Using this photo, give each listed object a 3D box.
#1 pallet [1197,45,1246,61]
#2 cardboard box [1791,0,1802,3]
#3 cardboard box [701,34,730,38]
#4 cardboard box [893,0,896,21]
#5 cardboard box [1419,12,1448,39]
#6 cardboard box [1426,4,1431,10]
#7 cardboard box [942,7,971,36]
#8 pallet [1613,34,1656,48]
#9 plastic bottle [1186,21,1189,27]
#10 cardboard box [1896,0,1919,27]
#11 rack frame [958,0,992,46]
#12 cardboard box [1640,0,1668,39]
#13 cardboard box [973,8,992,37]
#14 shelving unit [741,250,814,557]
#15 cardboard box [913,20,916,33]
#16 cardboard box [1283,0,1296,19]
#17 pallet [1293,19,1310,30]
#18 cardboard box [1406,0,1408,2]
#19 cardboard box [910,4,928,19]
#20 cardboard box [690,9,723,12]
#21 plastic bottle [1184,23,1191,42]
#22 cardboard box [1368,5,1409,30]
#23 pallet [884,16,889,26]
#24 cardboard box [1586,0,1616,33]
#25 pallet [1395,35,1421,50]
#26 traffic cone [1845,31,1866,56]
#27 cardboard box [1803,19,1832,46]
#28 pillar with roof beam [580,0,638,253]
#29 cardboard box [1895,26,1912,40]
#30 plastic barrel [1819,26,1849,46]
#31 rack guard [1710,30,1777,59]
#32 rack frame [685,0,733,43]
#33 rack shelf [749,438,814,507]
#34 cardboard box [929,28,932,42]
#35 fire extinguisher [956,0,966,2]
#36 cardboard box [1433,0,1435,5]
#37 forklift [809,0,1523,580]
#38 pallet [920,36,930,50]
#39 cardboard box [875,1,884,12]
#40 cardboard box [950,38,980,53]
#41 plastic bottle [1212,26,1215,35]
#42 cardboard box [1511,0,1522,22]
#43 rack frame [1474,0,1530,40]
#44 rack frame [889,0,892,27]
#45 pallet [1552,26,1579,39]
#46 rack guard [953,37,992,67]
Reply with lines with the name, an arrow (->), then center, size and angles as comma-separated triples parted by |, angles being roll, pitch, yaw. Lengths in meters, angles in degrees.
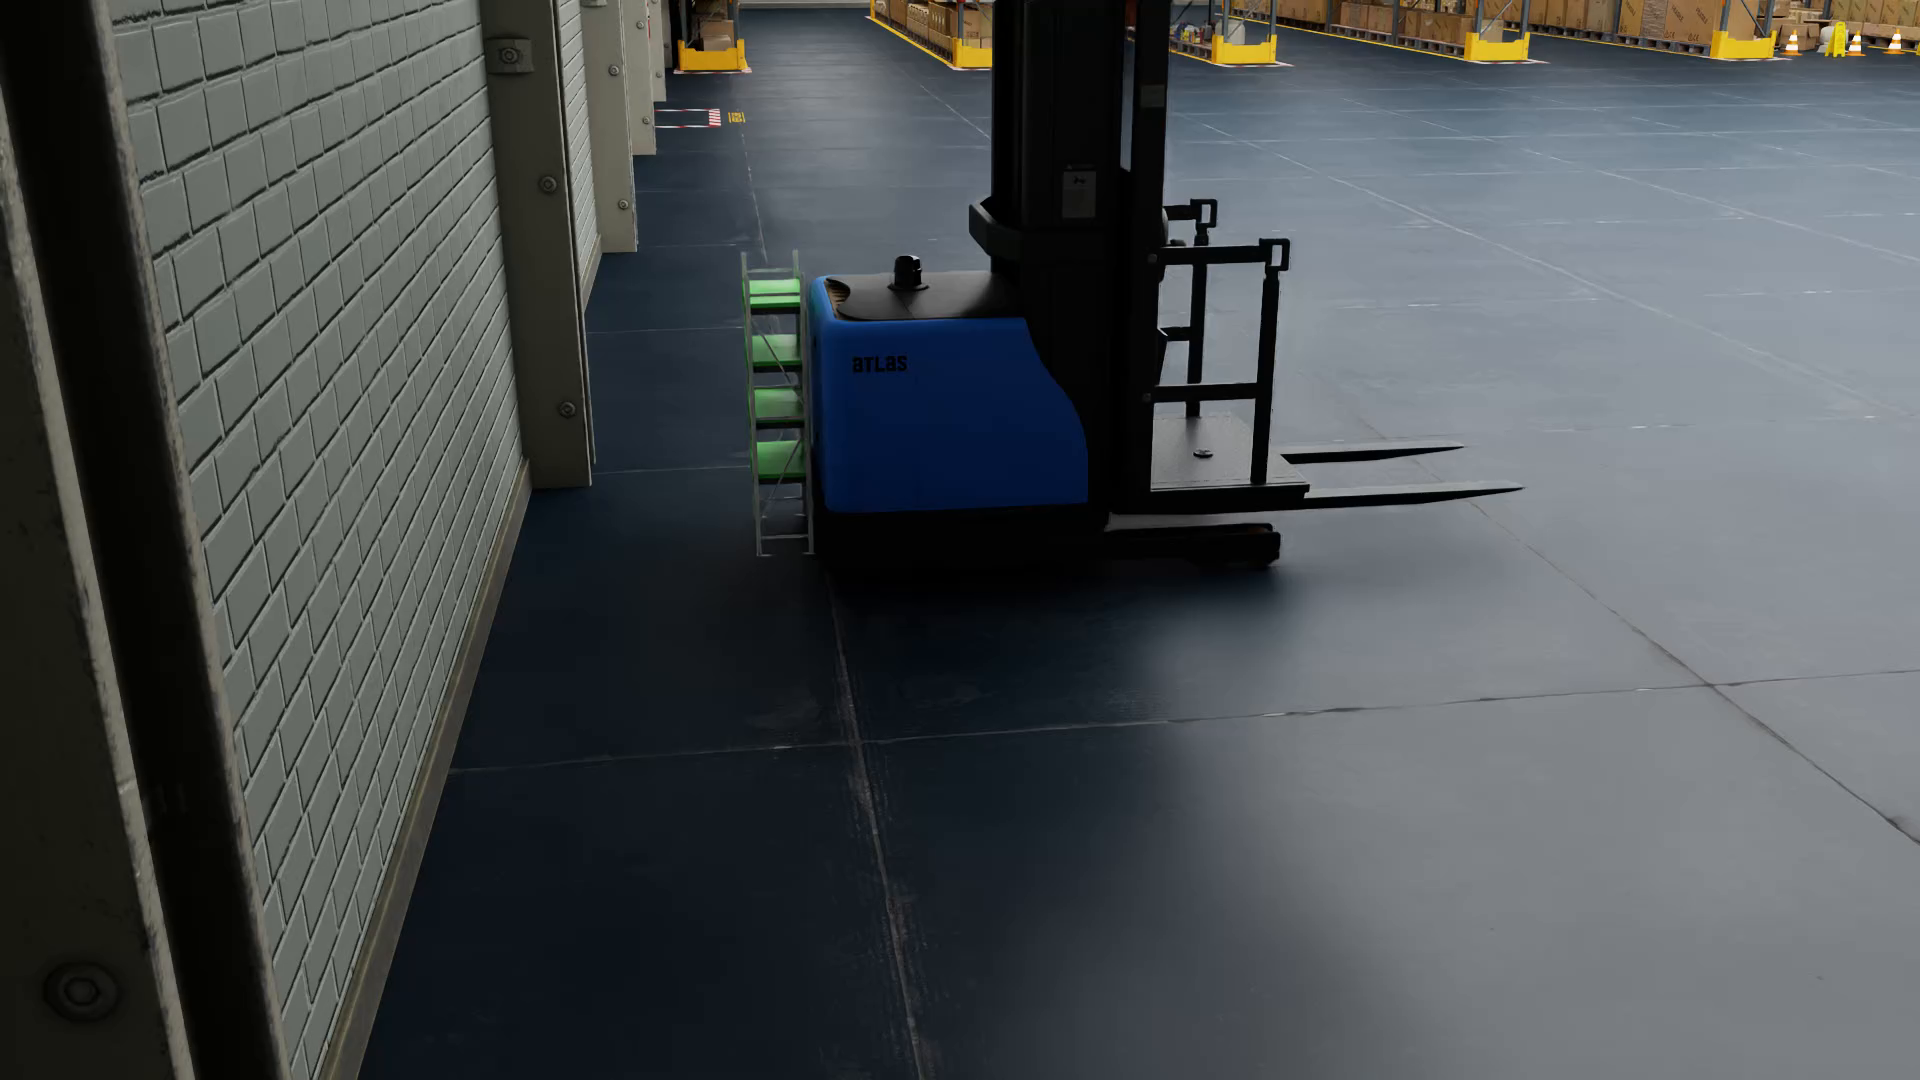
pallet -> 5.195, -9.332, 31.901 | 1.003, 0.211, 1.213 | -3, 21, -8
cardboard box -> 22.906, -15.026, 46.132 | 0.700, 0.500, 0.500 | -4, 21, -10
cardboard box -> -4.532, -9.221, 30.832 | 0.500, 0.311, 0.500 | -1, 21, -3
cardboard box -> -1.351, -12.910, 40.439 | 0.500, 0.500, 0.500 | -3, 21, -7
cardboard box -> 9.797, -10.655, 34.429 | 0.500, 0.500, 0.500 | 4, 21, 9
cardboard box -> 12.877, -14.466, 45.136 | 0.380, 0.149, 0.250 | -3, 21, -8
cardboard box -> -0.068, -9.861, 31.588 | 0.500, 0.500, 0.500 | -3, 21, -8
pallet -> 14.644, -10.609, 35.320 | 1.003, 0.211, 1.213 | -3, 21, -8
plastic bottle -> 4.636, -10.390, 33.904 | 0.144, 0.351, 0.185 | -3, 21, -8
cardboard box -> 19.620, -10.787, 34.069 | 0.500, 0.500, 0.500 | -2, 21, -6
rack frame -> 0.462, -10.084, 29.929 | 1.000, 3.000, 0.127 | -3, 21, -8
cardboard box -> 14.767, -10.851, 34.418 | 0.875, 0.875, 0.875 | -3, 21, -7
cardboard box -> 0.531, -9.714, 31.196 | 0.500, 0.500, 0.500 | -3, 21, -8
shelving unit -> -0.774, -0.582, 7.059 | 0.258, 1.200, 0.503 | -3, 21, -8
cardboard box -> -0.752, -11.213, 36.281 | 0.500, 0.250, 0.500 | -3, 21, -9
cardboard box -> 8.777, -13.409, 41.267 | 1.225, 0.875, 0.875 | -4, 21, -10
pallet -> 8.901, -12.745, 41.037 | 1.003, 0.211, 1.213 | -3, 21, -8
cardboard box -> 12.703, -15.144, 46.525 | 0.380, 0.149, 0.250 | -2, 21, -5
cardboard box -> -0.822, -11.648, 36.644 | 0.500, 0.311, 0.500 | -3, 21, -9
cardboard box -> -5.378, -11.037, 35.423 | 0.700, 0.500, 0.500 | -3, 21, -8
plastic bottle -> 4.582, -10.170, 33.316 | 0.144, 0.351, 0.185 | -3, 21, -8
cardboard box -> 9.491, -11.576, 36.867 | 0.700, 0.500, 0.500 | -5, 21, -12
pallet -> -1.366, -13.171, 42.178 | 1.003, 0.211, 1.213 | -3, 21, -8
cardboard box -> 14.433, -11.536, 36.431 | 1.050, 0.750, 0.750 | -3, 21, -8
pallet -> 9.821, -10.431, 34.842 | 1.003, 0.211, 1.213 | -3, 21, -8
traffic cone -> 17.684, -9.804, 32.805 | 0.336, 0.463, 0.334 | -3, 21, -8
cardboard box -> 18.303, -10.858, 35.570 | 0.500, 0.500, 0.500 | 12, 24, 30
pillar with roof beam -> 1.459, -6.827, 12.635 | 9.100, 9.000, 0.400 | -3, 21, -8
cardboard box -> 19.622, -10.437, 34.204 | 0.500, 0.250, 0.500 | -3, 21, -8
plastic barrel -> 18.276, -10.514, 34.763 | 0.512, 0.421, 0.421 | 12, 24, 30
rack guard -> 15.192, -9.619, 32.255 | 1.175, 0.500, 0.348 | -3, 21, -8
rack frame -> -5.016, -11.218, 32.965 | 1.000, 3.000, 0.127 | -3, 21, -8
rack shelf -> -0.773, -0.297, 7.165 | 0.258, 0.148, 0.480 | -3, 21, -8
cardboard box -> -0.348, -10.202, 33.574 | 0.500, 0.250, 0.500 | -3, 21, -8
fire extinguisher -> 0.020, -9.984, 29.771 | 0.296, 0.674, 0.183 | -3, 21, -8
cardboard box -> 12.977, -14.504, 44.812 | 0.380, 0.149, 0.250 | -4, 21, -10
forklift -> 0.891, -1.430, 6.857 | 3.031, 2.935, 1.130 | -3, 21, -8
pallet -> -0.259, -10.416, 34.803 | 1.003, 0.211, 1.213 | -3, 21, -8
cardboard box -> -1.974, -14.166, 44.160 | 0.500, 0.250, 0.500 | -3, 21, -8
cardboard box -> 0.093, -9.164, 30.794 | 0.500, 0.250, 0.500 | -3, 21, -8
plastic bottle -> 5.142, -10.251, 33.628 | 0.061, 0.283, 0.133 | -3, 21, -8
cardboard box -> 13.682, -12.808, 40.194 | 0.500, 0.500, 0.500 | -3, 21, -8
rack frame -> 10.266, -10.583, 31.264 | 1.000, 3.000, 0.127 | -3, 21, -8
rack frame -> -1.268, -14.239, 41.053 | 1.000, 3.000, 0.127 | -3, 21, -8
pallet -> 14.247, -11.563, 37.874 | 1.003, 0.211, 1.213 | -3, 21, -8
rack guard -> 0.466, -8.905, 30.344 | 1.175, 0.500, 0.348 | -3, 21, -8
